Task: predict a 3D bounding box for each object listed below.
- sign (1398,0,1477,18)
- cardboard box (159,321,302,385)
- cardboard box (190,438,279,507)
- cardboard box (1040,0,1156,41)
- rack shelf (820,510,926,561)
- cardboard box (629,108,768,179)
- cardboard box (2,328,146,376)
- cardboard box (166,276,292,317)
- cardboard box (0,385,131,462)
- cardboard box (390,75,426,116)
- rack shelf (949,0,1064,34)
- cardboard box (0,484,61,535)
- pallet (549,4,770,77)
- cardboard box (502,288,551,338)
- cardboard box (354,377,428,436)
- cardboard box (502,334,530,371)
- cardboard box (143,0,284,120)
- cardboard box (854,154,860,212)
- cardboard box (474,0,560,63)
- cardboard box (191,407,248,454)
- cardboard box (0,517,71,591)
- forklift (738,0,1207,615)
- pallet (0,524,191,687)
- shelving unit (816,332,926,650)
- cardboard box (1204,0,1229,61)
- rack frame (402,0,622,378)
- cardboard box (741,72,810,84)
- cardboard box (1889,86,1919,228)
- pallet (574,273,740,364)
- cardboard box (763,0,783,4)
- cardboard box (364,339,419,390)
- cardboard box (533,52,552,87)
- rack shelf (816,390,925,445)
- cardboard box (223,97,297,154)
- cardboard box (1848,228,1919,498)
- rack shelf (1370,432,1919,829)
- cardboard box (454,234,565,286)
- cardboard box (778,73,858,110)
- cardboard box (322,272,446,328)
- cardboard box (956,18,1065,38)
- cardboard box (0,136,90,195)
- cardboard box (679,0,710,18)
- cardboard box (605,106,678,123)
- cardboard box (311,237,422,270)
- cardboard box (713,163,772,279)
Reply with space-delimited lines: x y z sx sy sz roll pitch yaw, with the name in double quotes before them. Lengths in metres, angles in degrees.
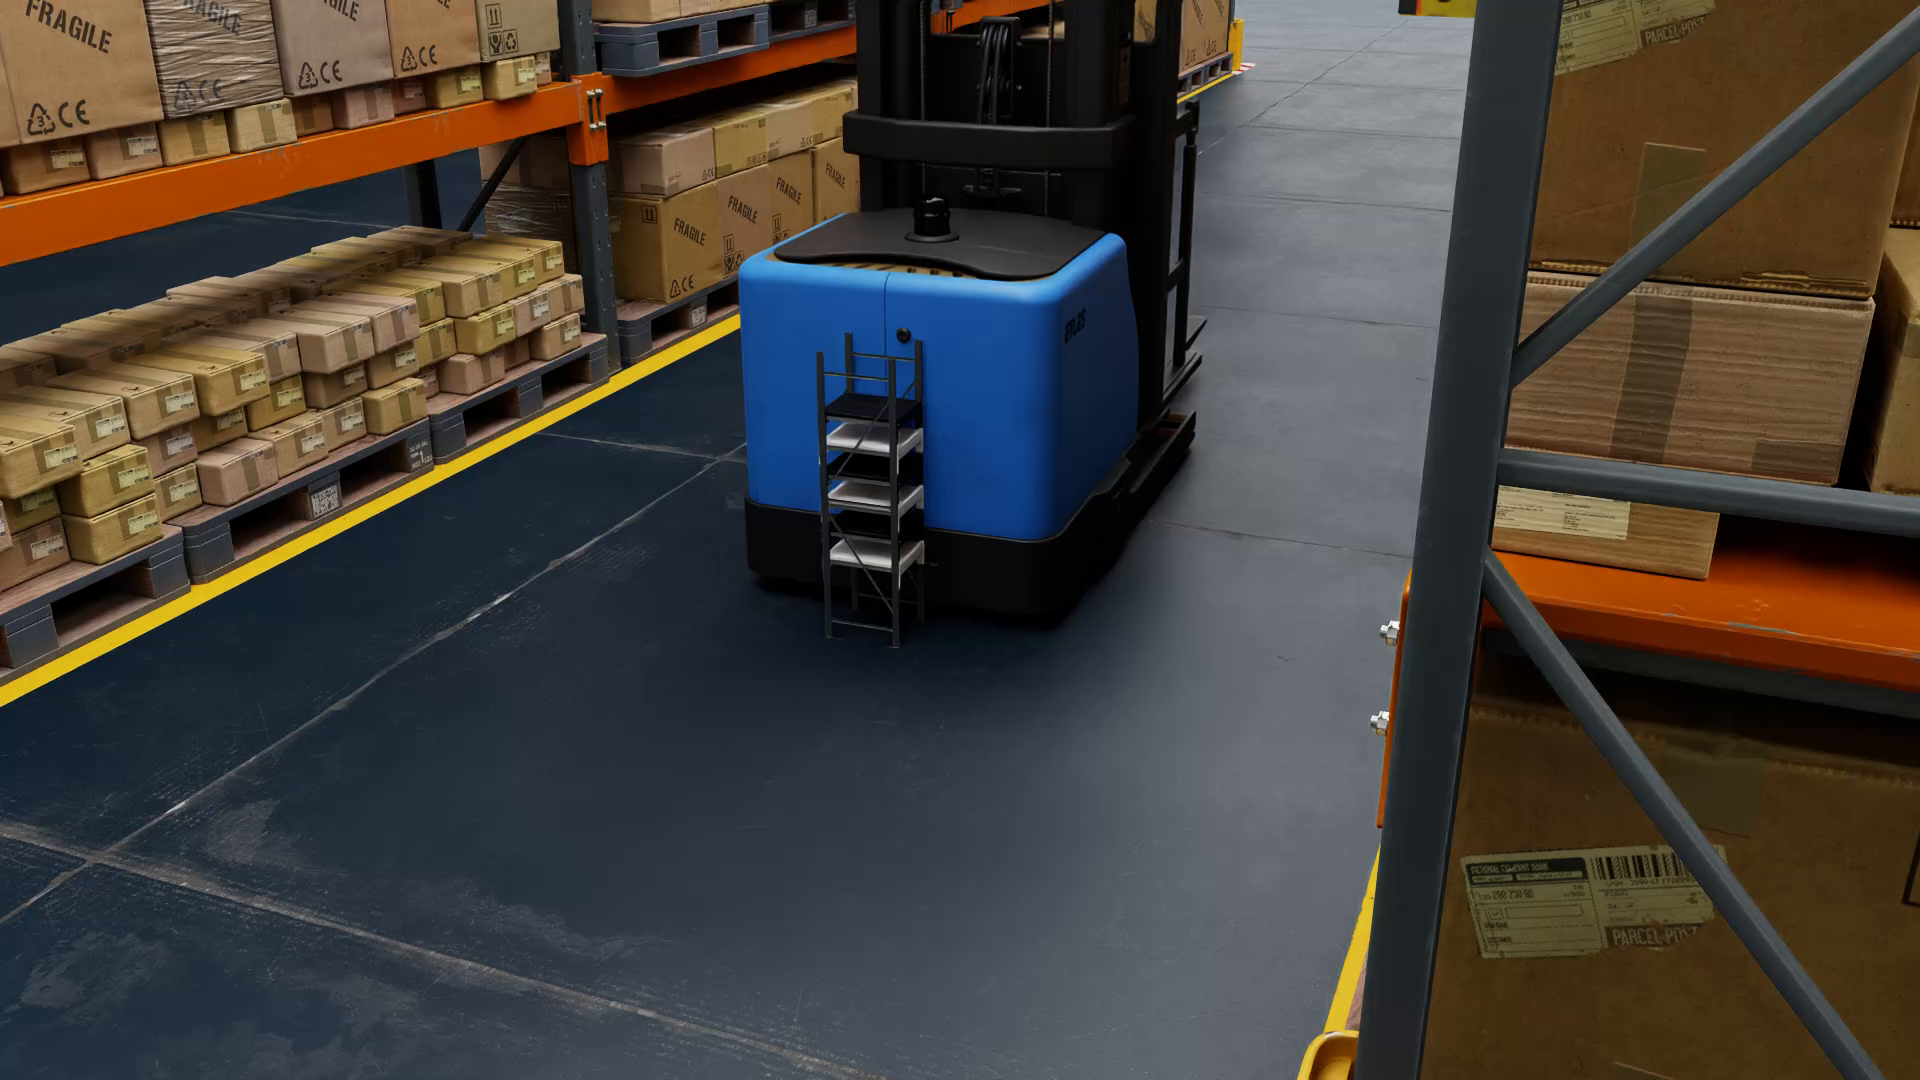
"sign" 0.554 -0.751 1.846 0.100 0.325 0.005 9 24 20
"cardboard box" -2.530 -0.640 5.772 0.380 0.149 0.250 9 24 20
"cardboard box" -2.540 -0.243 5.595 0.380 0.149 0.250 8 24 17
"cardboard box" 1.241 -4.493 14.827 0.875 0.875 0.875 9 24 21
"rack shelf" -0.258 -0.026 4.964 0.258 0.077 0.200 8 24 18
"cardboard box" -1.314 -2.006 8.386 0.500 0.250 0.500 9 24 22
"cardboard box" -3.025 -0.608 5.696 0.380 0.149 0.250 8 24 18
"cardboard box" -2.801 -0.898 6.390 0.380 0.149 0.250 9 24 21
"cardboard box" -2.787 -0.351 5.080 0.380 0.149 0.250 8 24 17
"cardboard box" -2.227 -1.673 6.190 0.380 0.149 0.250 8 24 19
"rack shelf" 0.199 -4.017 12.409 1.077 0.370 4.000 9 24 20
"cardboard box" -2.919 -0.127 4.931 0.380 0.149 0.250 9 24 21
"pallet" -1.610 -2.366 7.772 1.003 0.211 1.213 9 24 20
"cardboard box" -1.940 -0.961 6.927 0.380 0.149 0.250 8 24 18
"cardboard box" -2.243 -0.521 6.259 0.380 0.149 0.250 9 24 20
"cardboard box" -2.033 -0.810 6.952 0.380 0.149 0.250 9 24 22
"cardboard box" -2.539 -1.627 5.238 0.500 0.500 0.500 8 24 19
"cardboard box" -0.742 -2.216 9.861 0.500 0.500 0.500 10 25 22
"cardboard box" -1.947 -2.172 6.542 0.500 0.500 0.500 9 24 20
"cardboard box" -2.651 -0.415 5.620 0.380 0.149 0.250 10 25 23
"cardboard box" -2.916 0.014 4.979 0.380 0.149 0.250 9 24 21
"forklift" 0.293 -1.665 5.933 1.130 2.935 3.031 8 24 18
"pallet" -3.152 0.203 4.990 1.003 0.211 1.213 9 24 20
"shelving unit" -0.258 -0.139 4.916 0.258 0.900 0.210 8 24 18
"cardboard box" 2.237 -5.458 17.136 0.875 0.875 0.875 9 24 20
"rack frame" -2.029 -2.202 7.130 1.000 3.000 0.127 9 24 20
"cardboard box" -1.213 -2.626 9.871 0.500 0.250 0.500 8 24 19
"cardboard box" 1.667 -0.751 2.491 0.500 0.500 0.500 8 24 19
"pallet" -1.742 -1.194 8.335 1.003 0.211 1.213 9 24 20
"cardboard box" -1.074 -2.725 8.163 0.380 0.149 0.250 8 24 18
"cardboard box" -2.284 -0.693 6.285 0.380 0.149 0.250 9 24 21
"cardboard box" -1.918 -1.951 6.854 0.380 0.149 0.250 8 24 19
"rack shelf" -0.258 -0.358 4.825 0.258 0.077 0.200 8 24 18
"cardboard box" -2.432 -1.381 5.490 0.380 0.149 0.250 9 24 21
"cardboard box" 1.481 -0.226 2.207 0.500 0.250 0.500 8 24 19
"rack shelf" 1.795 -0.408 3.769 1.077 0.370 4.000 9 24 20
"cardboard box" -1.920 -1.190 7.090 0.380 0.149 0.250 9 24 22
"cardboard box" -0.732 -2.555 9.701 0.500 0.250 0.500 9 24 21
"cardboard box" -2.233 -0.921 6.446 0.380 0.149 0.250 10 25 22
"cardboard box" 0.433 -3.641 12.949 1.050 0.750 0.750 9 24 20
"cardboard box" -2.792 -1.115 4.854 0.380 0.149 0.250 9 24 20
"cardboard box" -1.358 -2.455 7.517 0.380 0.149 0.250 9 24 21
"cardboard box" -1.784 -2.073 8.547 0.500 0.250 0.500 10 25 23
"cardboard box" -2.507 -1.171 7.044 0.380 0.149 0.250 10 25 23
"cardboard box" -1.314 -1.659 8.527 0.500 0.500 0.500 10 25 22
